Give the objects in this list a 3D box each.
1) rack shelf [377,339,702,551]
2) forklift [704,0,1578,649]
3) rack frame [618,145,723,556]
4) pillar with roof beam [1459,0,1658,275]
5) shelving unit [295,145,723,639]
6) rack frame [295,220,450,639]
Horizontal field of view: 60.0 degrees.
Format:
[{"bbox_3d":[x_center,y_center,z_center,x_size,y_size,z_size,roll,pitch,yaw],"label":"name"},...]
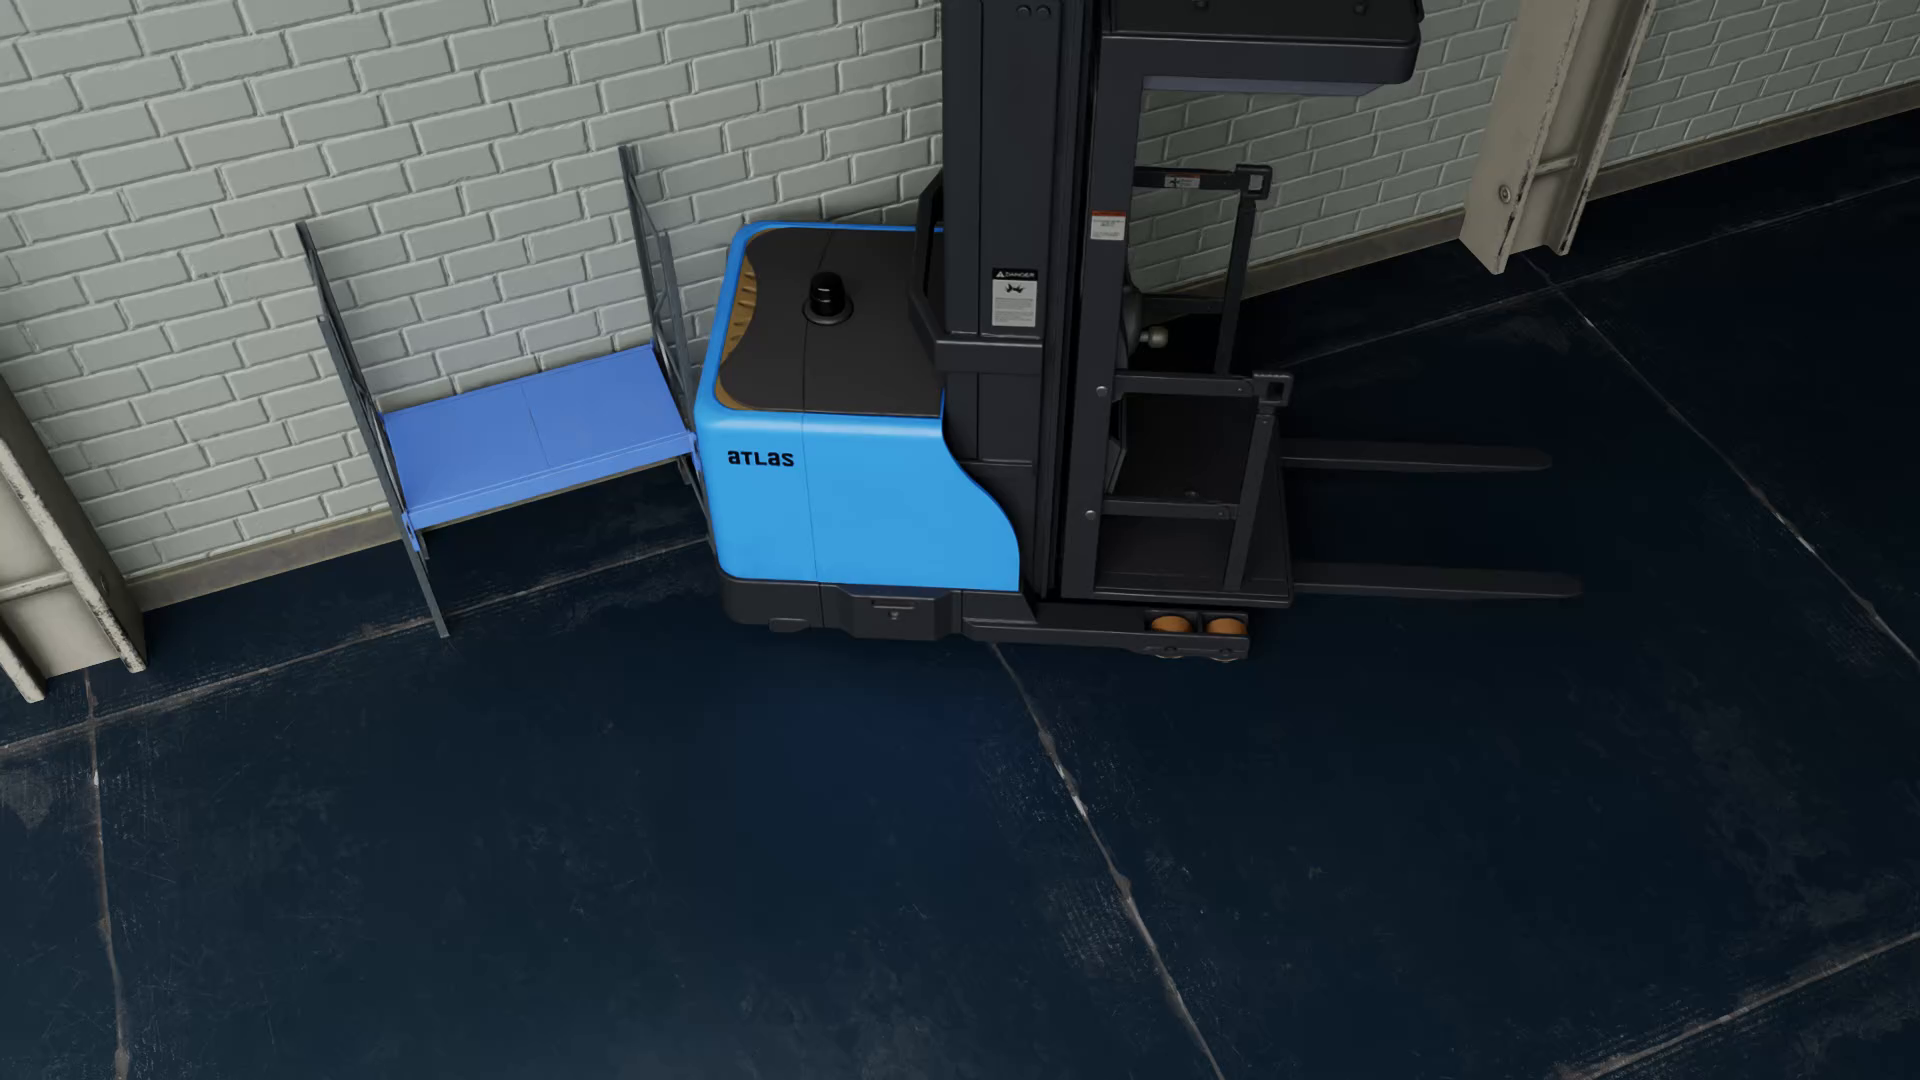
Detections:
[{"bbox_3d":[-1.465,-0.344,5.794,1.000,0.185,0.538,-17,52,-14],"label":"rack shelf"},{"bbox_3d":[0.683,-0.994,5.172,3.031,2.935,1.130,-2,49,-2],"label":"forklift"},{"bbox_3d":[-0.995,-0.608,5.783,0.032,1.500,0.500,-17,52,-14],"label":"rack frame"},{"bbox_3d":[4.077,-1.227,1.372,0.400,9.000,9.100,-17,52,-14],"label":"pillar with roof beam"},{"bbox_3d":[-1.465,-0.462,5.658,1.048,1.500,0.538,-17,52,-14],"label":"shelving unit"},{"bbox_3d":[-1.936,-0.315,5.532,0.032,1.500,0.500,-17,52,-14],"label":"rack frame"}]
